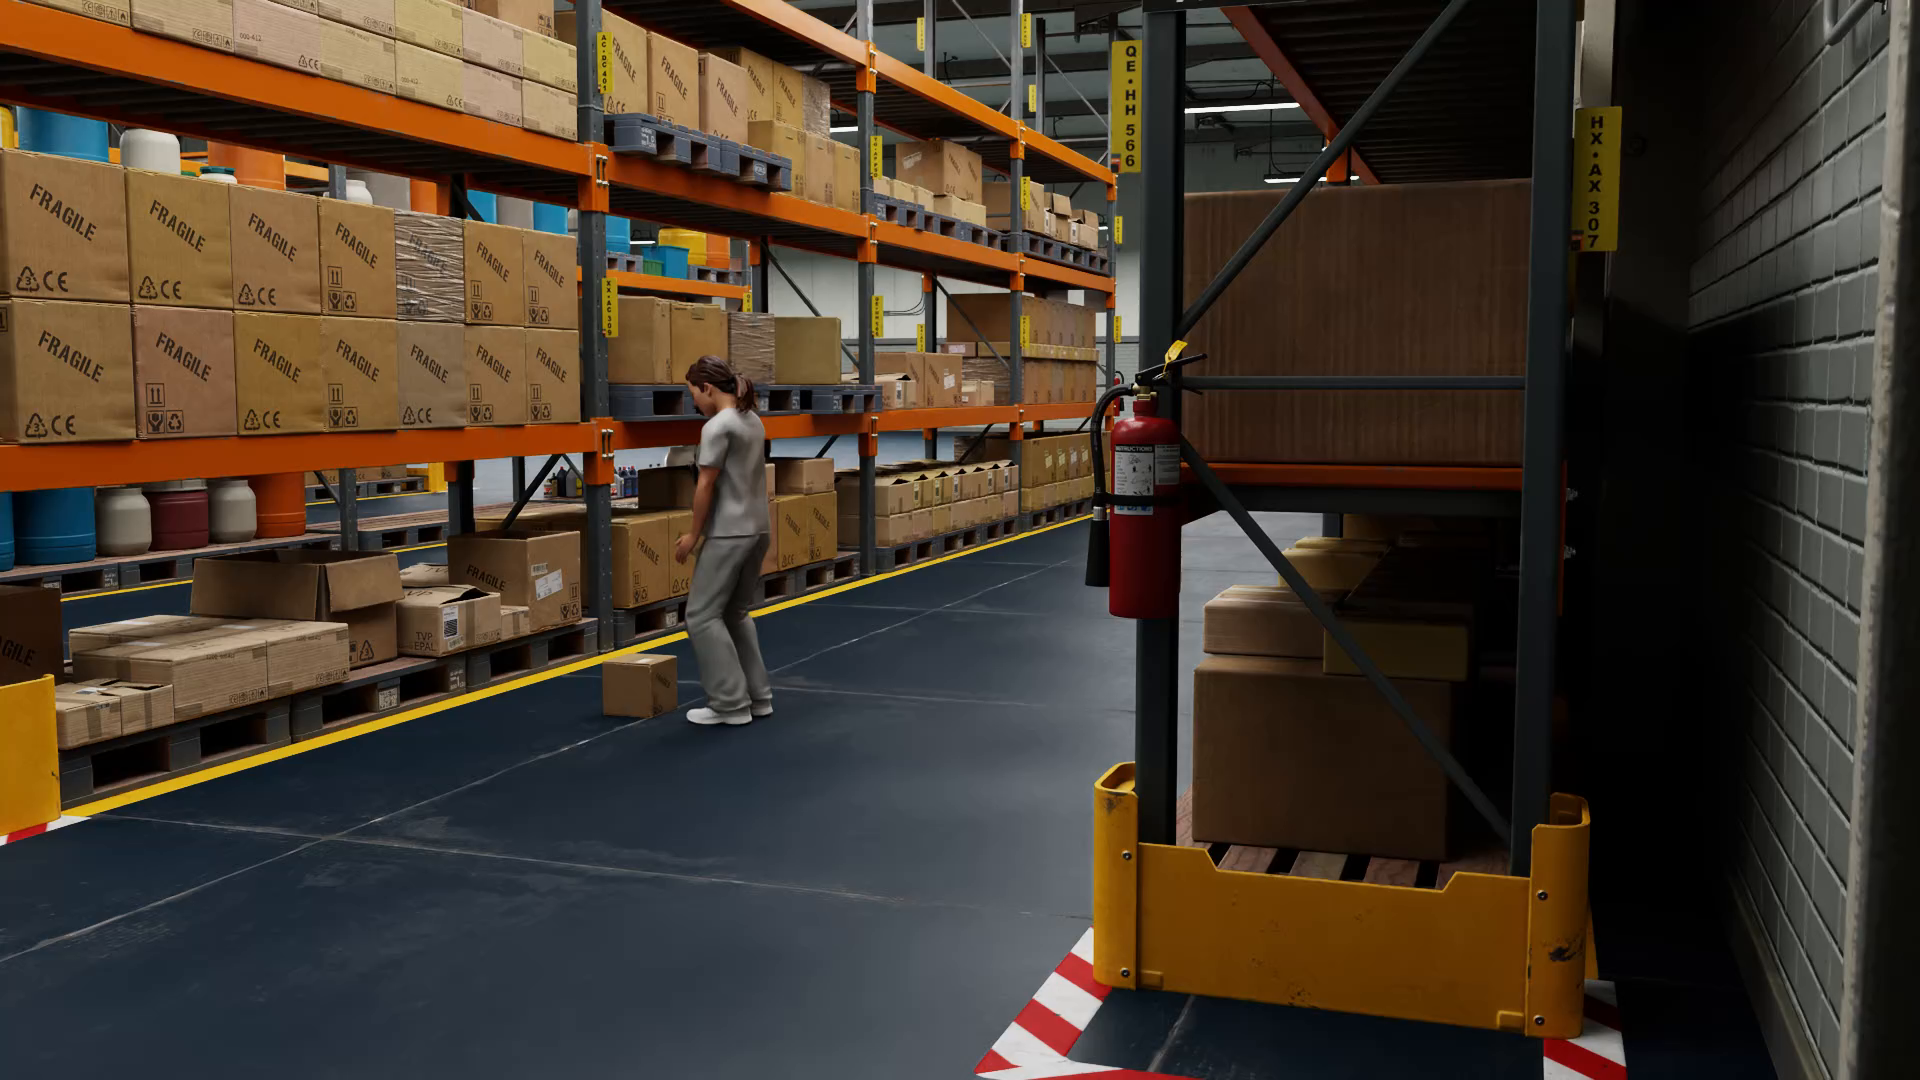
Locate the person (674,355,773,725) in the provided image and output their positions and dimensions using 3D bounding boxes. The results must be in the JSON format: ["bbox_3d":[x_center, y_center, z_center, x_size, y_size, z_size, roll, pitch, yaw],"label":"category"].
[{"bbox_3d":[-1.047,-0.001,7.435,0.354,1.645,0.456,2,6,20],"label":"person"}]
